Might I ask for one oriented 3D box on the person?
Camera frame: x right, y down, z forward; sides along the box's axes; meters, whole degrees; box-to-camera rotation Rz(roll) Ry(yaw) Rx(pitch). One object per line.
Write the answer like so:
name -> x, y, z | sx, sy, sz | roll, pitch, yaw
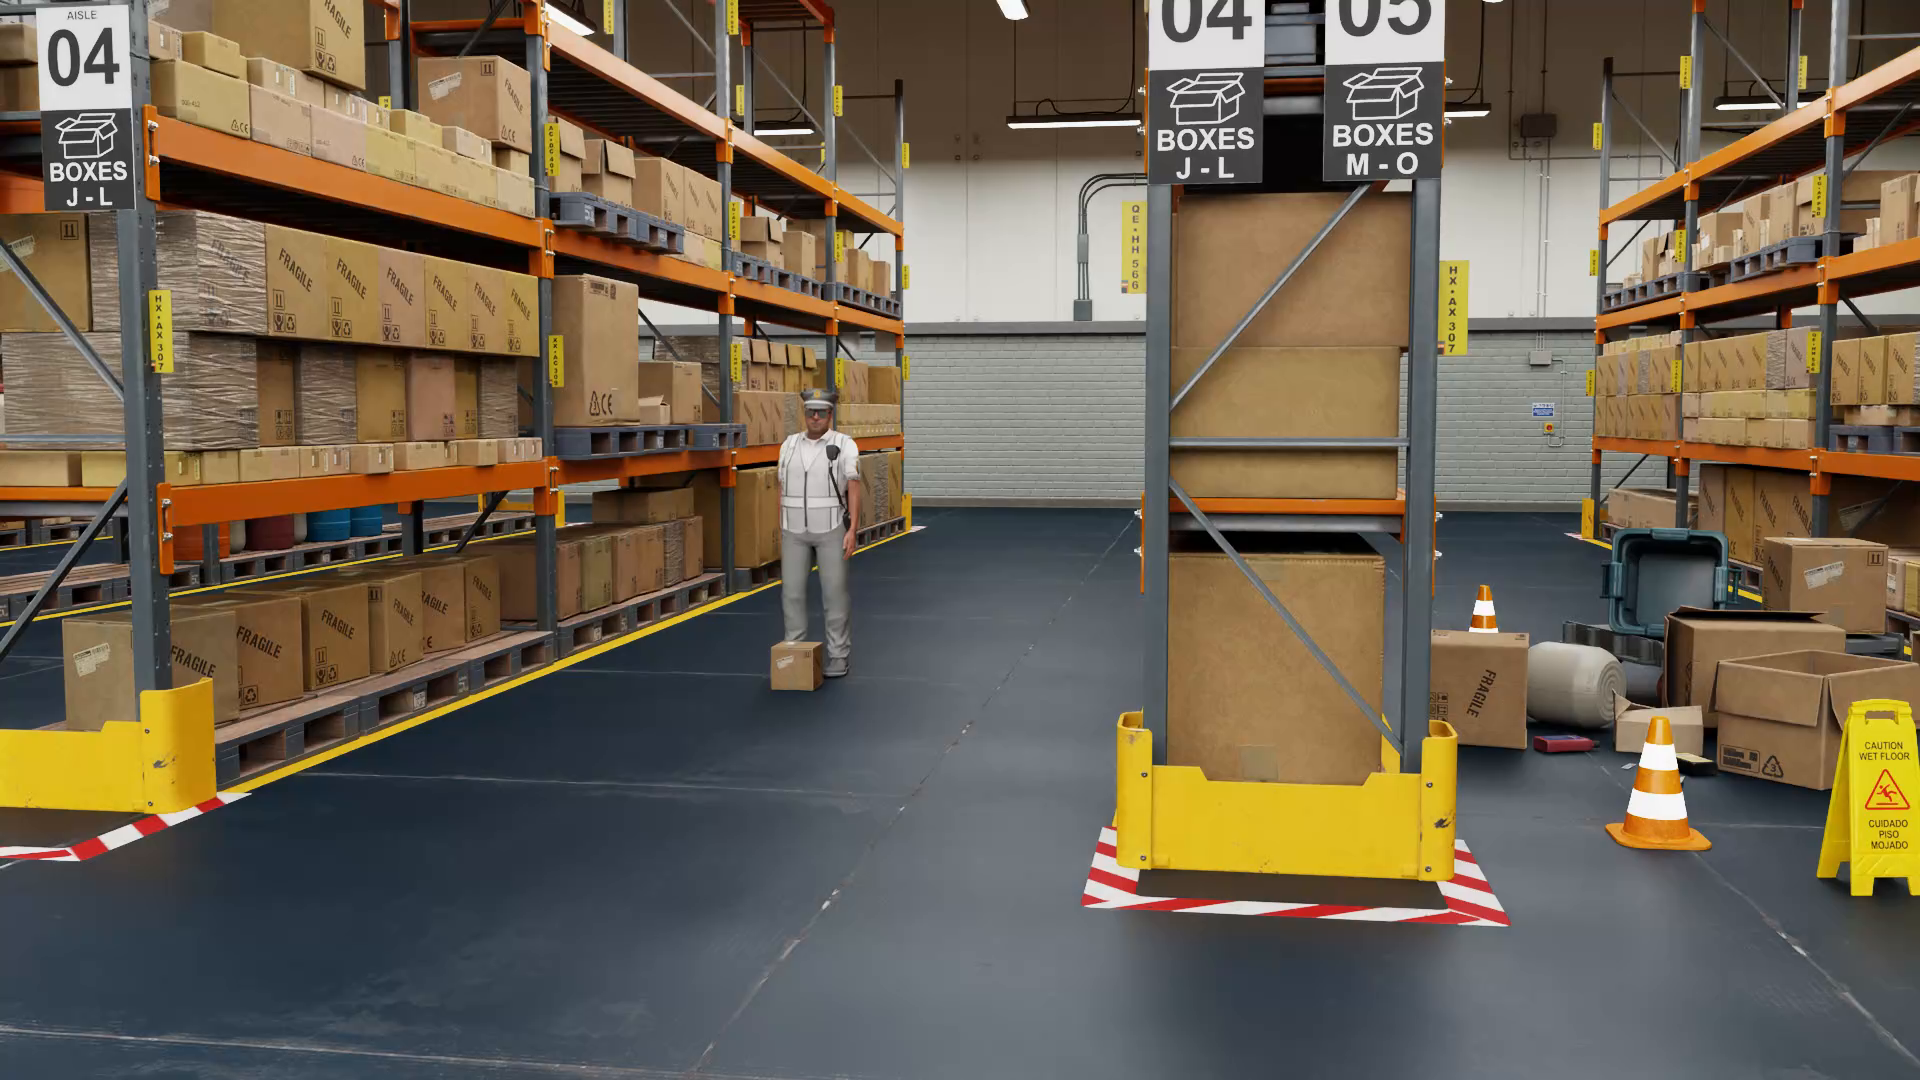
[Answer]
person -> -0.874, -0.048, 10.194 | 0.527, 1.759, 0.393 | 1, 5, 10
